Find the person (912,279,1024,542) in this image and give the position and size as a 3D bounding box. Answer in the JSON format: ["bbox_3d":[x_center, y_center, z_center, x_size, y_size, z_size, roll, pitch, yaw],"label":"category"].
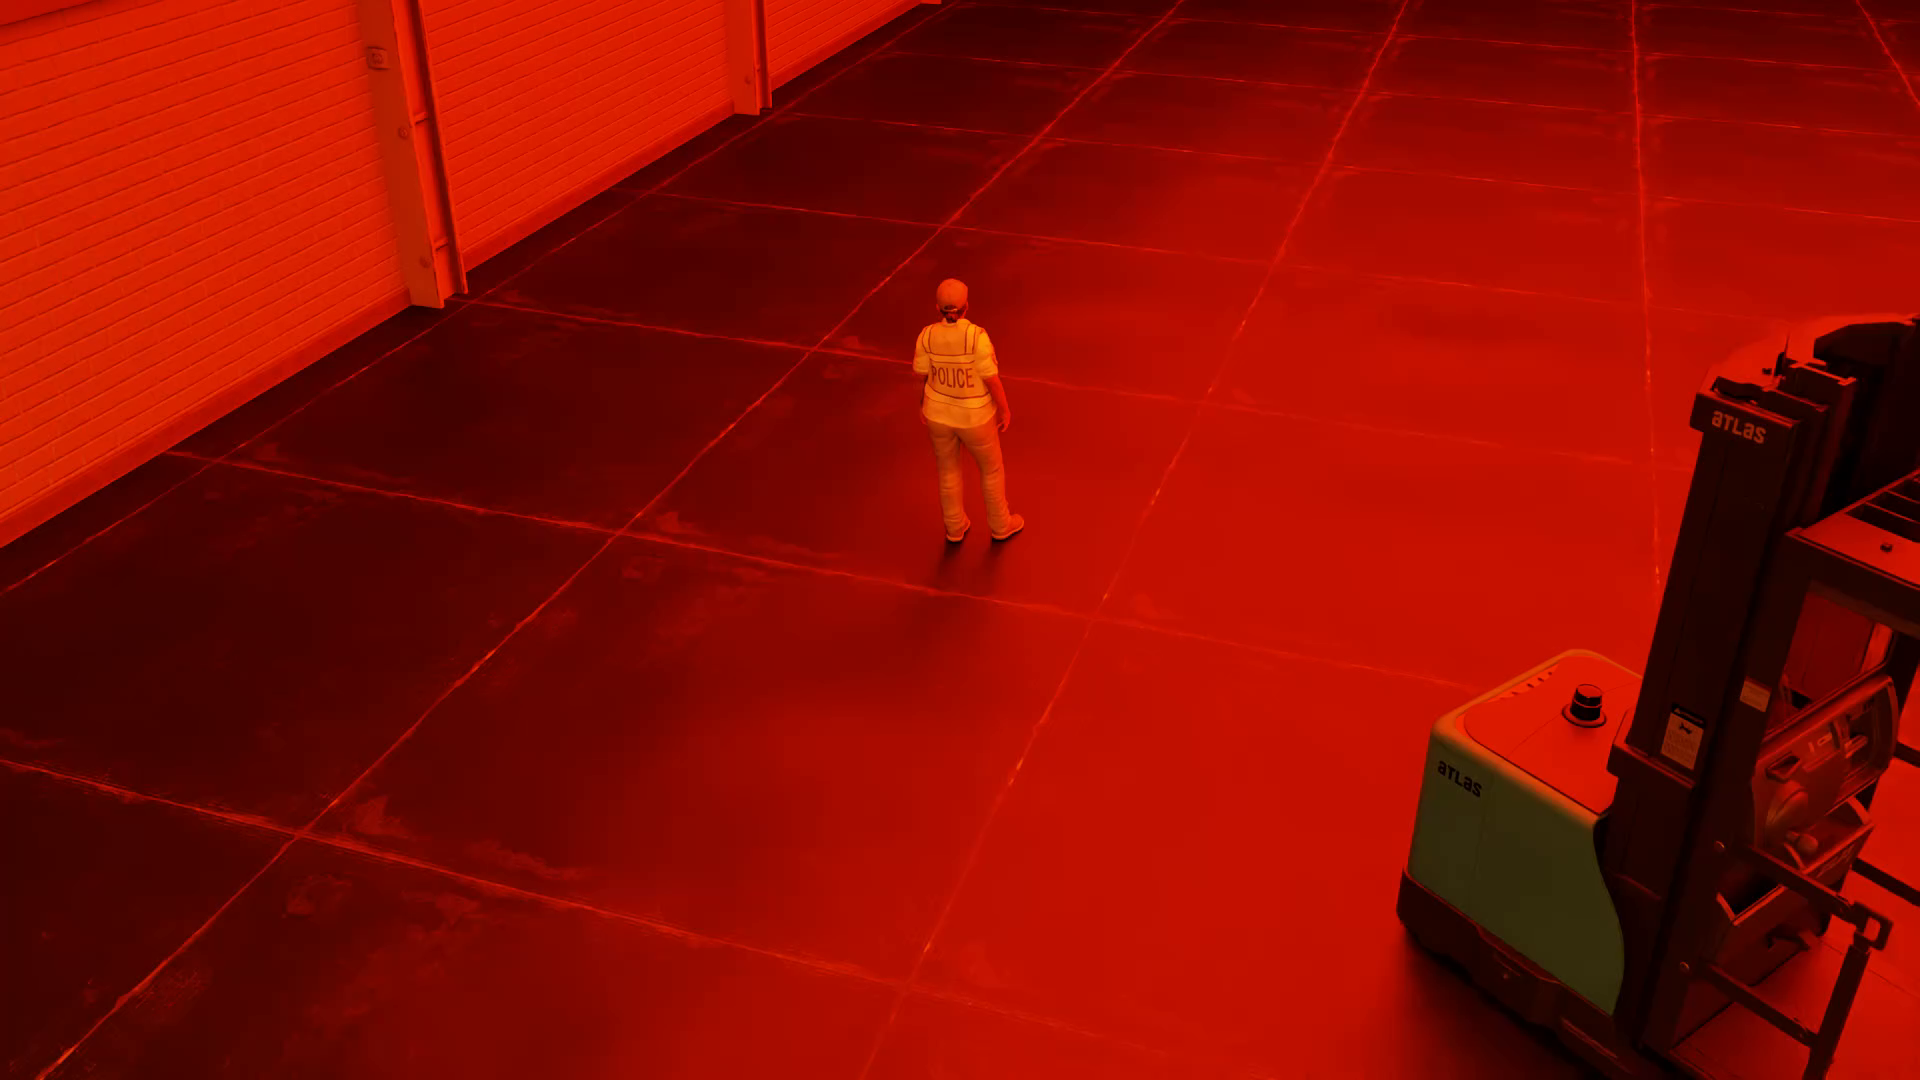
[{"bbox_3d":[0.047,-0.762,9.736,0.598,1.670,0.529,10,31,16],"label":"person"}]

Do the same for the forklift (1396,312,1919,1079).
[{"bbox_3d":[3.149,0.834,5.674,1.130,2.935,3.031,-20,35,-31],"label":"forklift"}]
